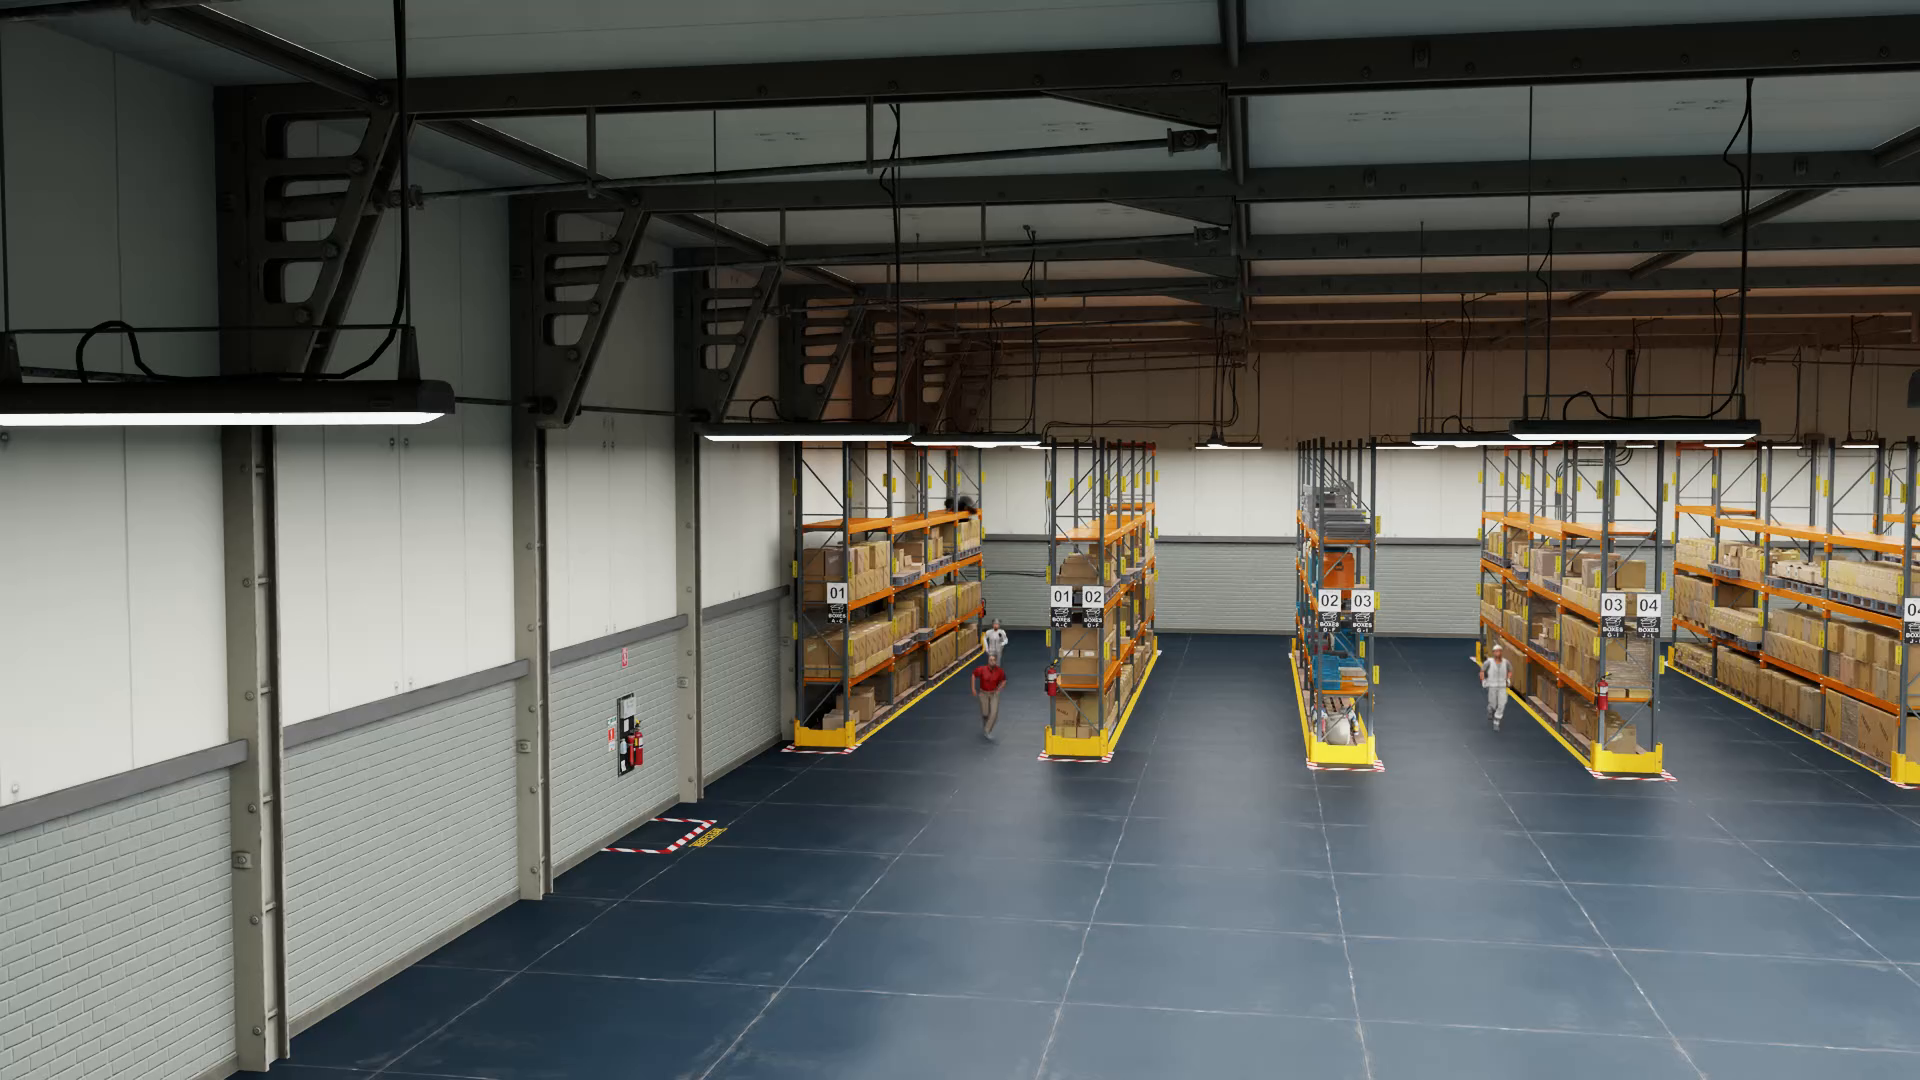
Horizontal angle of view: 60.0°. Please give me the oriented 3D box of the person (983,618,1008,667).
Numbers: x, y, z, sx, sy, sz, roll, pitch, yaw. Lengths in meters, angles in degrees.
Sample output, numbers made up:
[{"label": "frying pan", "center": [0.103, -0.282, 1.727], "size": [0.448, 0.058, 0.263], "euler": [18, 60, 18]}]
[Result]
[{"label": "person", "center": [0.867, 2.734, 40.676], "size": [0.613, 1.651, 0.597], "euler": [0, 3, 2]}]

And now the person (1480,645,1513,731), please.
[{"label": "person", "center": [11.108, 3.044, 34.437], "size": [0.652, 1.752, 0.611], "euler": [0, 3, 5]}]

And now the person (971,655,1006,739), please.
[{"label": "person", "center": [0.585, 3.138, 33.376], "size": [0.702, 1.686, 0.705], "euler": [0, 3, -8]}]
